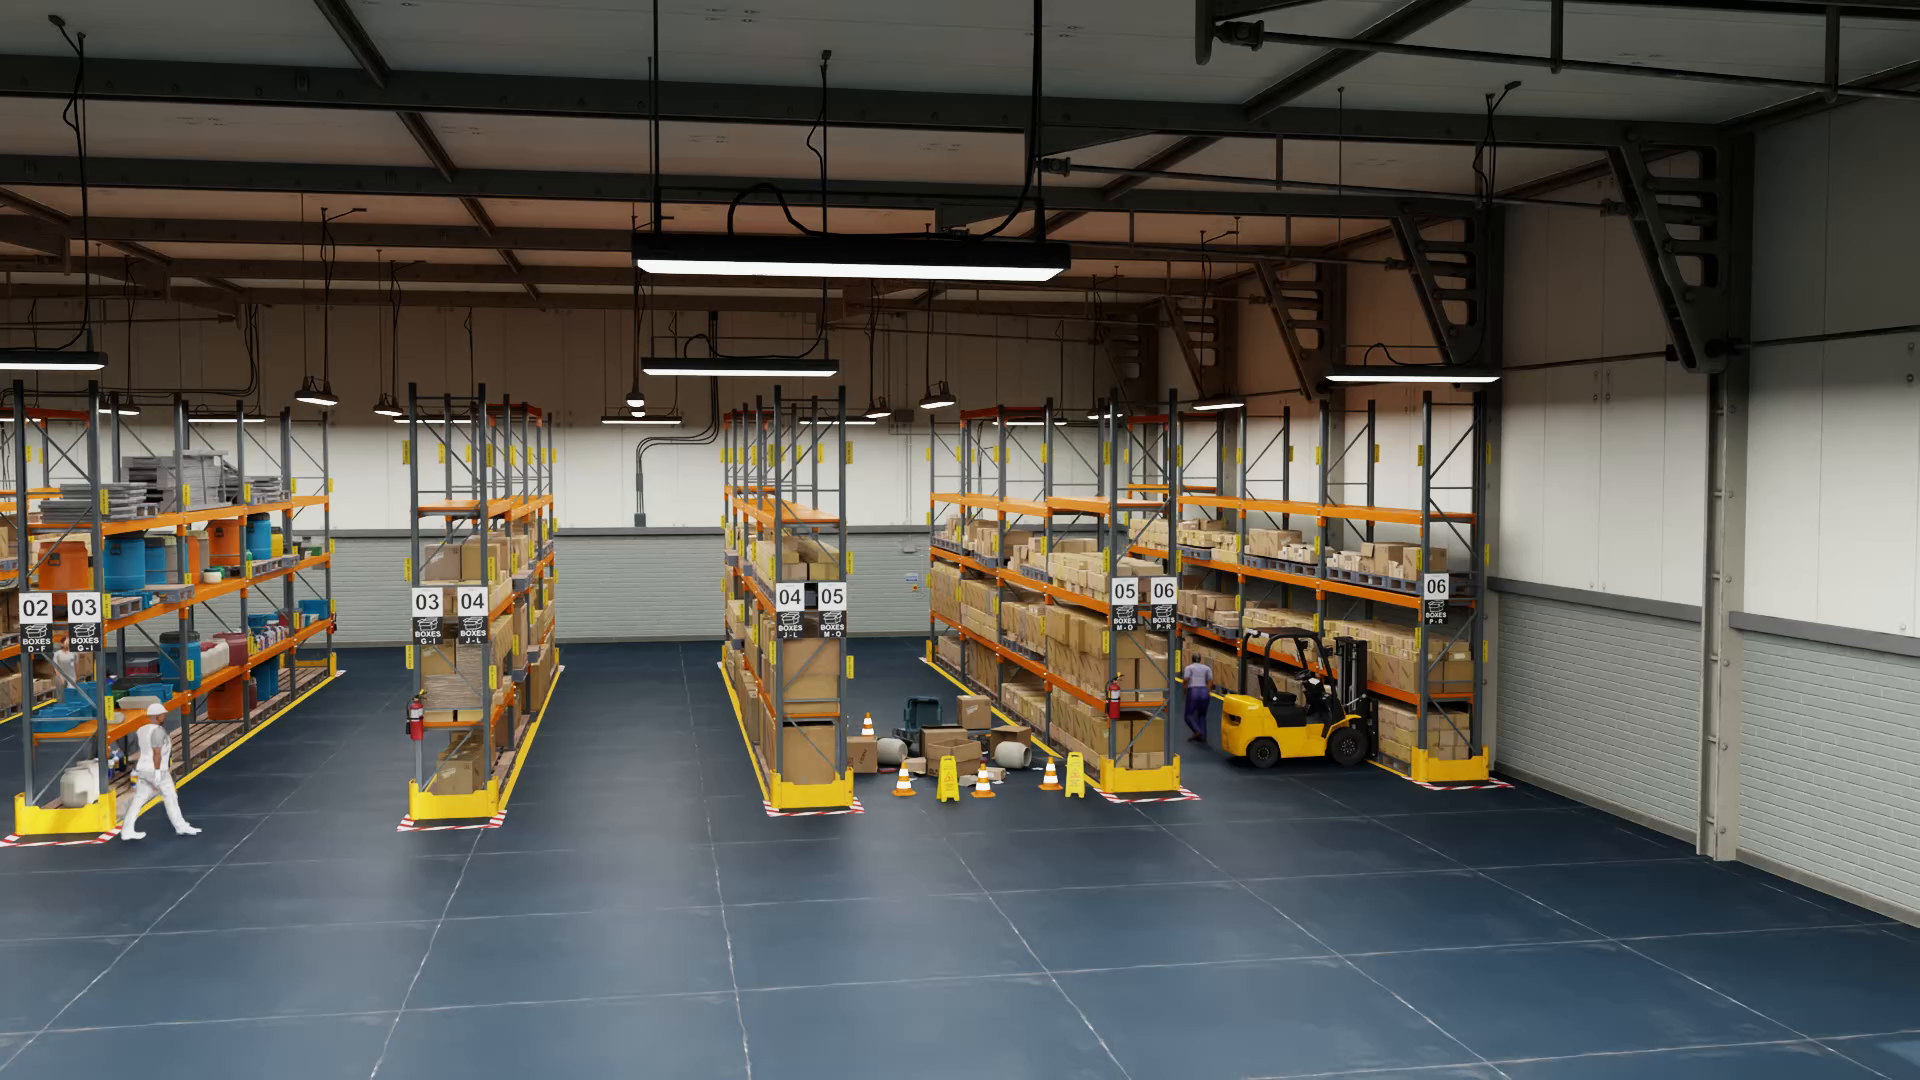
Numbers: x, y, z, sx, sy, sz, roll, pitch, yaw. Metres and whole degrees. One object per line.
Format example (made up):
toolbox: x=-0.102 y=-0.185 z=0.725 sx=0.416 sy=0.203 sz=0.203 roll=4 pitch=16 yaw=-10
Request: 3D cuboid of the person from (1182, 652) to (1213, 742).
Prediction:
person: x=4.186 y=2.758 z=29.109 sx=0.581 sy=1.551 sz=0.706 roll=-1 pitch=3 yaw=-13

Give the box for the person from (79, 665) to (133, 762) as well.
person: x=-13.777 y=2.830 z=26.826 sx=0.803 sy=1.635 sz=0.464 roll=0 pitch=3 yaw=4

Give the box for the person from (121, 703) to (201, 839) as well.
person: x=-10.527 y=3.013 z=21.772 sx=0.577 sy=1.741 sz=0.942 roll=2 pitch=4 yaw=37

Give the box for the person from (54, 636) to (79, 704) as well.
person: x=-16.808 y=2.606 z=31.279 sx=0.424 sy=1.587 sz=1.094 roll=-2 pitch=3 yaw=-29
